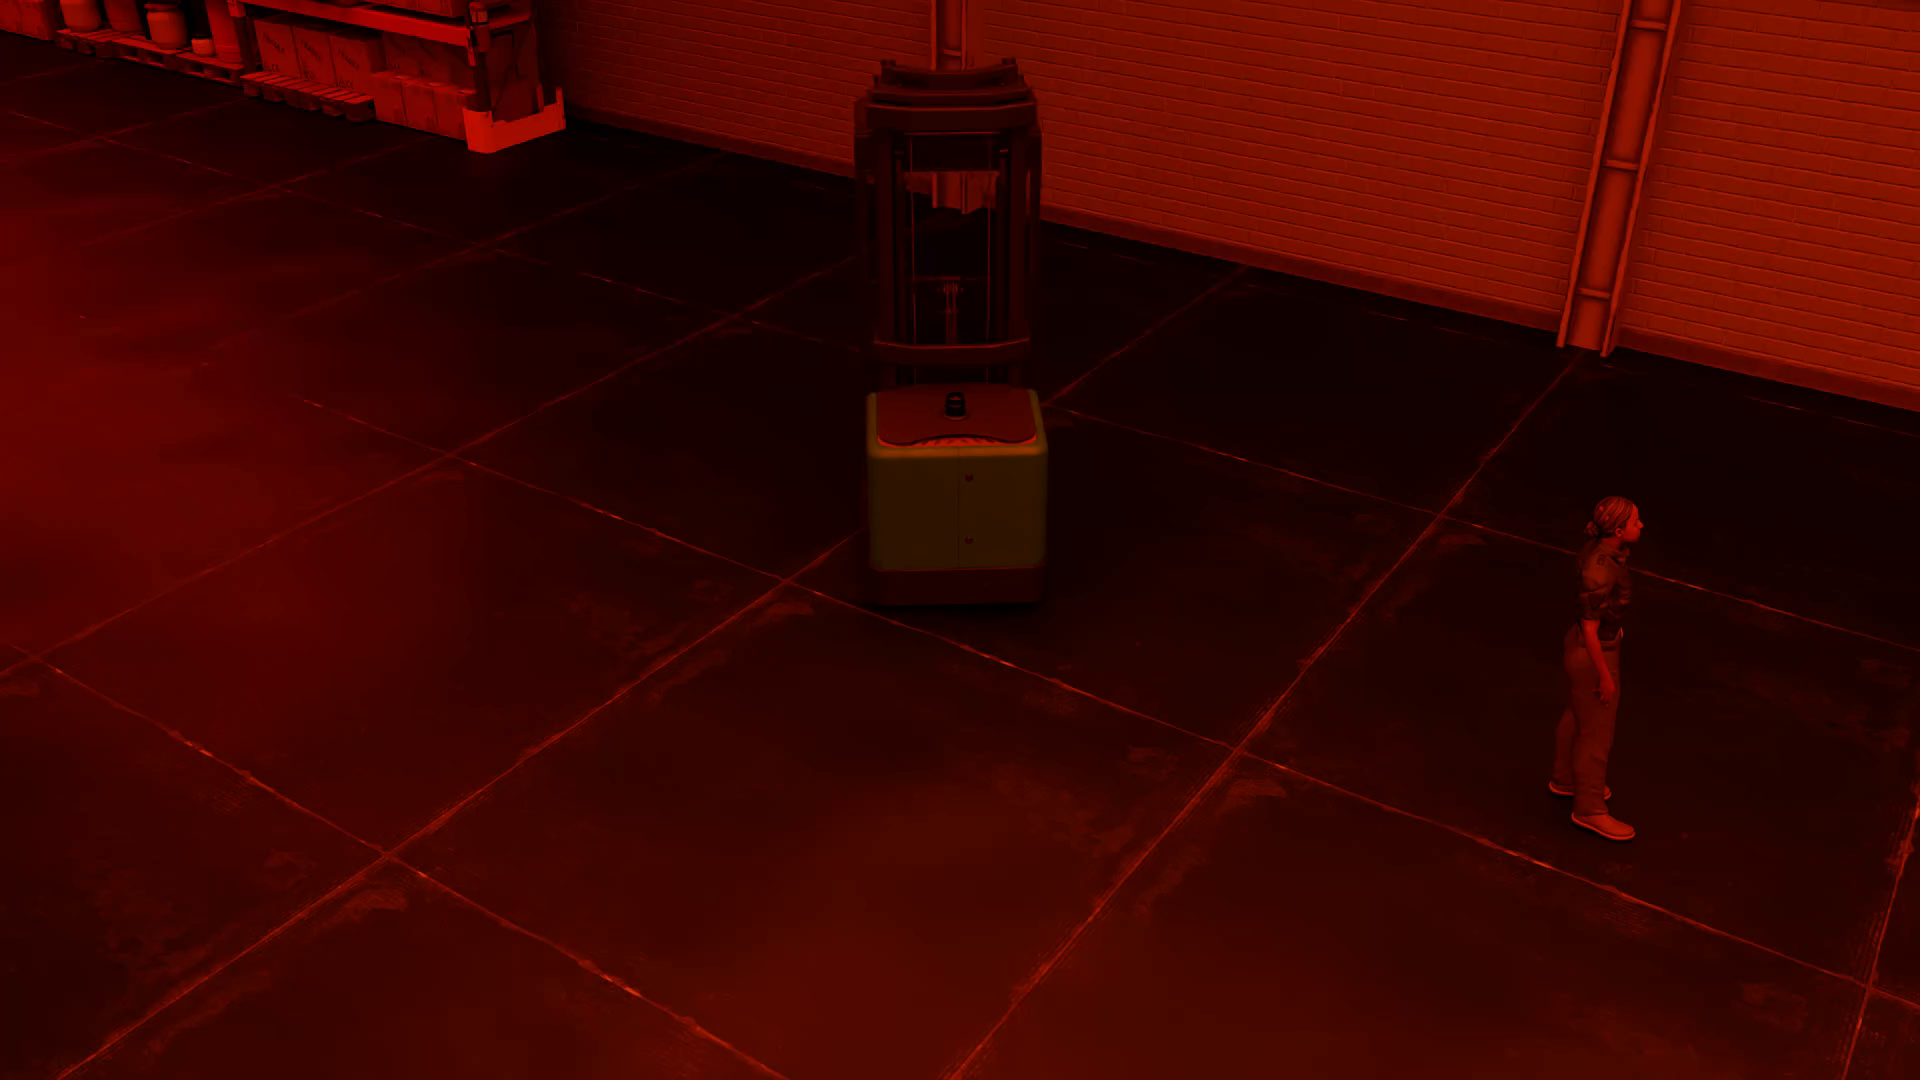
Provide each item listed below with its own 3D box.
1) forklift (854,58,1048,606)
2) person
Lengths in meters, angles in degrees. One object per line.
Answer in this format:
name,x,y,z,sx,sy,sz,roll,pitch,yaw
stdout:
forklift,-0.084,-1.589,10.318,1.130,2.935,3.031,-1,30,-3
person,3.080,0.572,7.852,0.504,1.654,0.569,10,31,16
